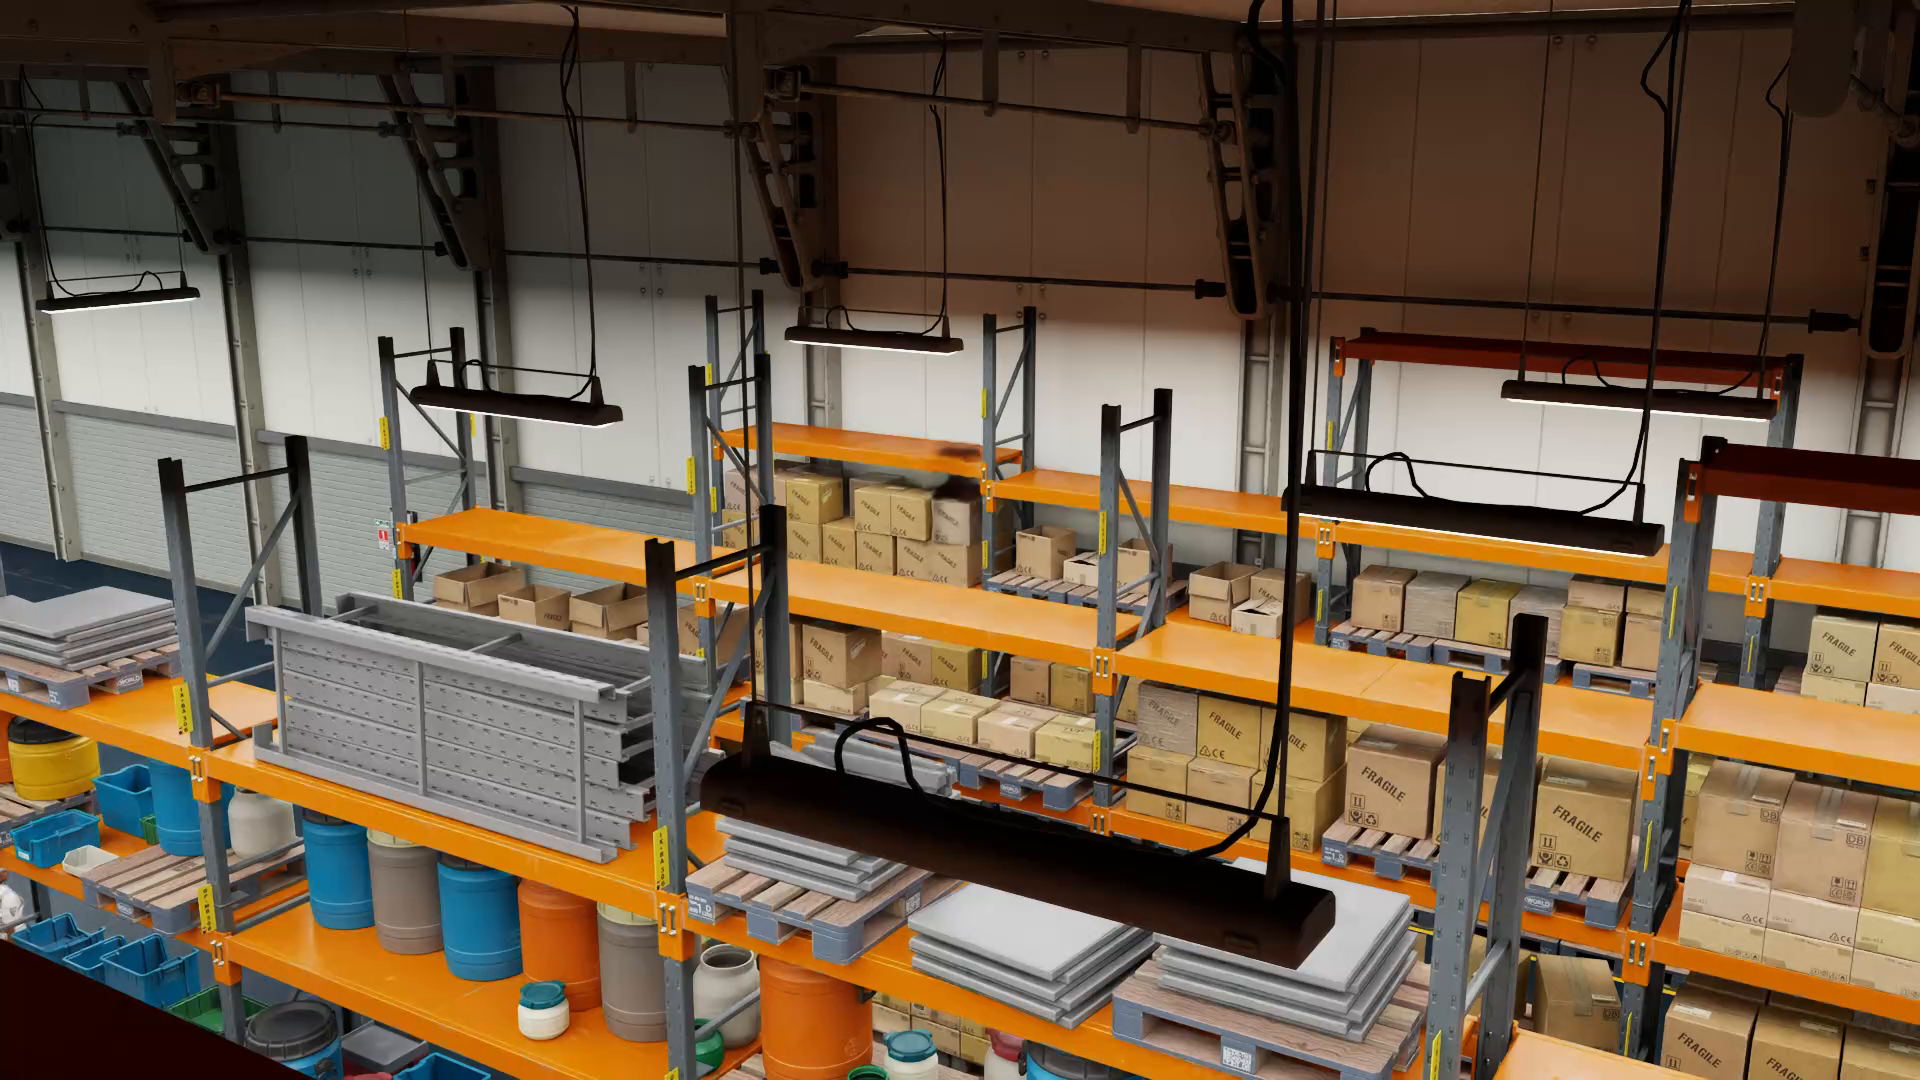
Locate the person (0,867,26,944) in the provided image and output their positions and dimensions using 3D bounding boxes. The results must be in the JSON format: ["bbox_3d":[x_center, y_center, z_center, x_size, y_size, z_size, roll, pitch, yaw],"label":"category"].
[{"bbox_3d":[-8.656,3.643,15.017,0.417,1.667,0.866,1,14,3],"label":"person"}]
